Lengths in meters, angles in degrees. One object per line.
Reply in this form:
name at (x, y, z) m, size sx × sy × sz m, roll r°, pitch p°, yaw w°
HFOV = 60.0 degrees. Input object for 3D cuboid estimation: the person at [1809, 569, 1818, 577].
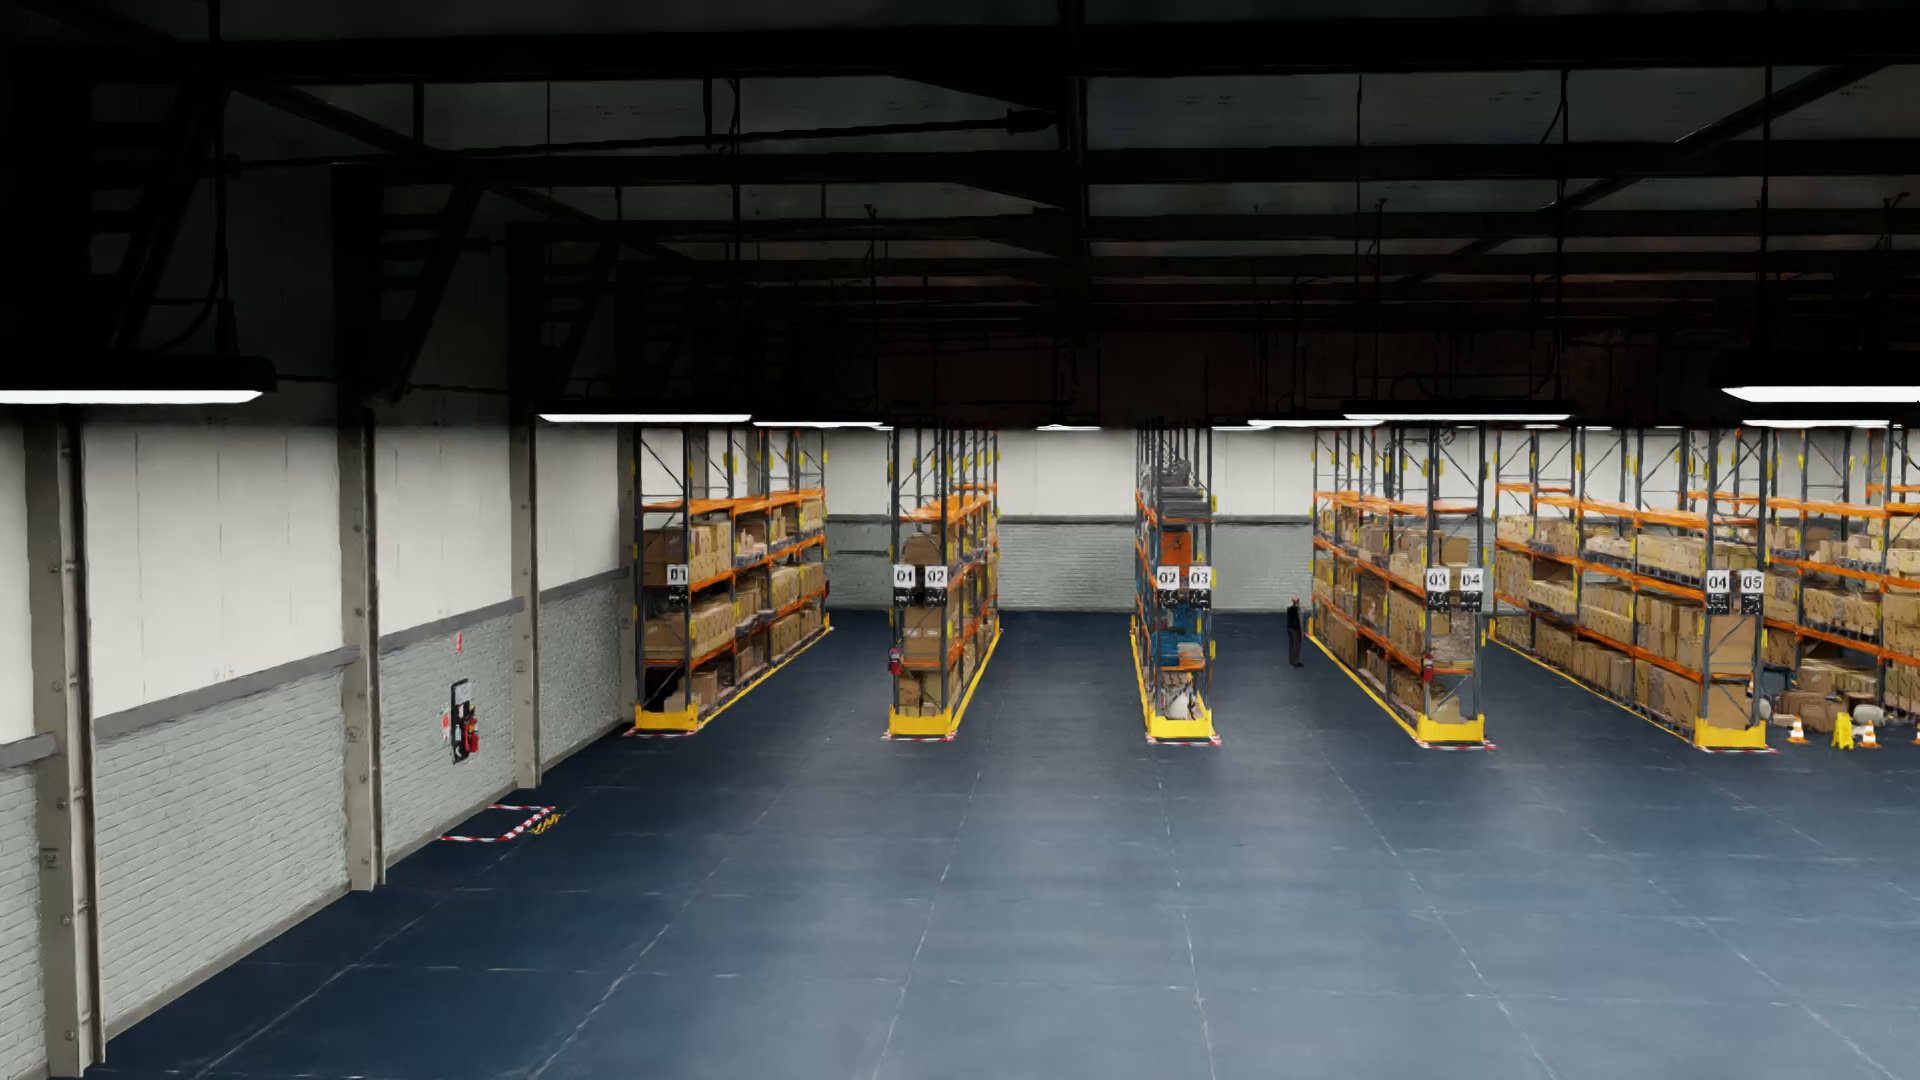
person at (25.484, 1.669, 49.514) m, size 0.473 × 1.639 × 0.572 m, roll -2°, pitch 4°, yaw -29°

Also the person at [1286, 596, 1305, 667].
person at (8.192, 2.208, 40.422) m, size 0.450 × 1.727 × 0.584 m, roll -2°, pitch 4°, yaw -25°

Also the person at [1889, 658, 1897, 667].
person at (21.423, 2.397, 38.180) m, size 0.554 × 1.644 × 0.598 m, roll 3°, pitch 5°, yaw 36°
